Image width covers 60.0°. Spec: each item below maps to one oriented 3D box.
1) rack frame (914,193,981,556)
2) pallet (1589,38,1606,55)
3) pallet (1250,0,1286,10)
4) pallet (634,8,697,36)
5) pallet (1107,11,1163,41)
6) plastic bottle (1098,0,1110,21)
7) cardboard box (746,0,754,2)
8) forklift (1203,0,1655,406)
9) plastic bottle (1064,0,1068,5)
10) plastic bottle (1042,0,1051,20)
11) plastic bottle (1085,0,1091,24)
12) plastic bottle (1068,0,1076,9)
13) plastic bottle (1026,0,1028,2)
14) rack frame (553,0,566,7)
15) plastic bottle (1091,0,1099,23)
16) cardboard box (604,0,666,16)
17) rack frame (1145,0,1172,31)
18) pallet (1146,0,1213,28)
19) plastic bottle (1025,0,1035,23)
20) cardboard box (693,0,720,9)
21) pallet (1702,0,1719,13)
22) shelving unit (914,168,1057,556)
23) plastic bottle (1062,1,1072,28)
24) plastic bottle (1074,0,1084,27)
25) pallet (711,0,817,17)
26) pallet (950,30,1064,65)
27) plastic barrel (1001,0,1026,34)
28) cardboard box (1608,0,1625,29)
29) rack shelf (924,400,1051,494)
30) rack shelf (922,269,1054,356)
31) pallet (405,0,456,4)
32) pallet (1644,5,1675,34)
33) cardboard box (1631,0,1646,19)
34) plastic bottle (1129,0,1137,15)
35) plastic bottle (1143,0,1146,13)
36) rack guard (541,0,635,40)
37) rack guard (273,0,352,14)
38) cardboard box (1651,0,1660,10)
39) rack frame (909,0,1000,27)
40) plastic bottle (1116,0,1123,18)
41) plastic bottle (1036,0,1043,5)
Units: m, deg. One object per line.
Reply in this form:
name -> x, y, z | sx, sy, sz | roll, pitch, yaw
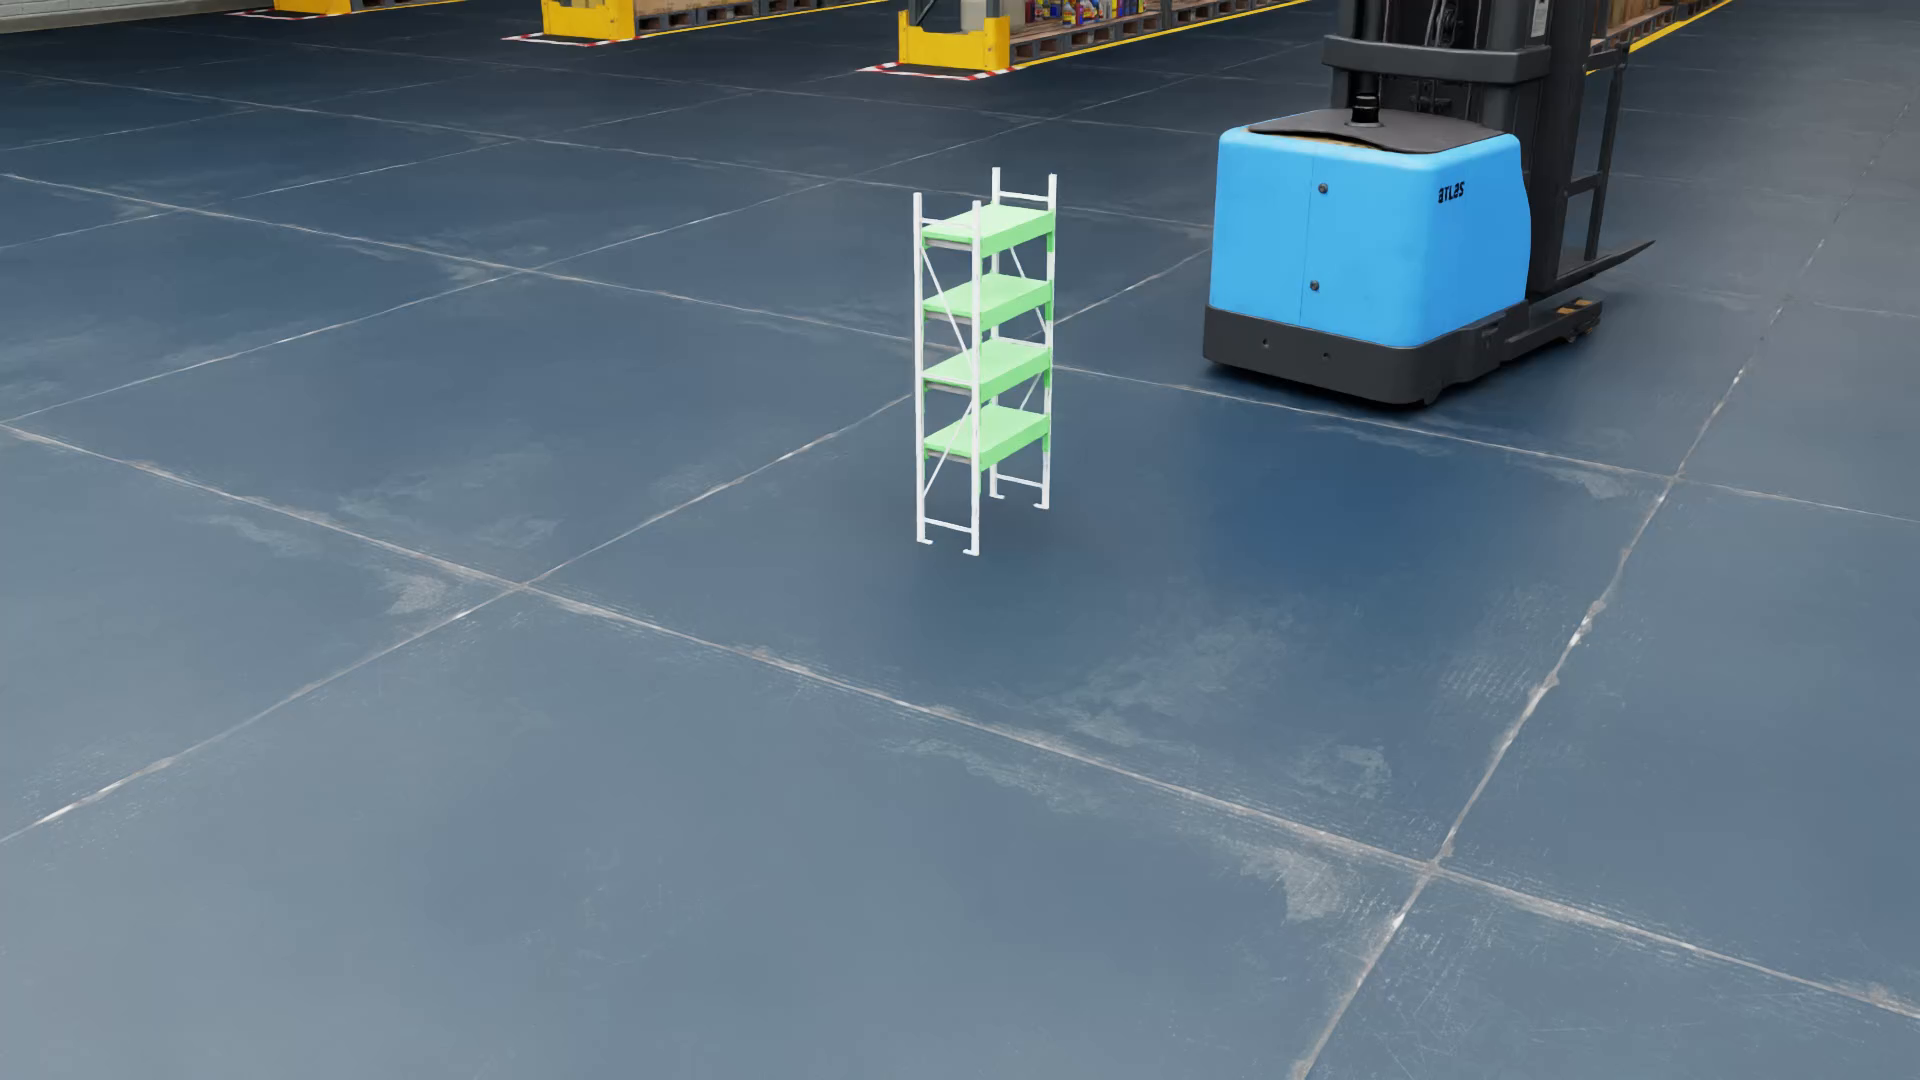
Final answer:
rack frame -> -0.041, -0.524, 5.450 | 0.240, 1.200, 0.015 | 14, 27, 29
pallet -> 5.930, -4.975, 16.976 | 1.003, 0.211, 1.213 | 14, 27, 29
pallet -> 3.714, -7.343, 22.447 | 1.003, 0.211, 1.213 | 14, 27, 29
pallet -> -3.902, -6.203, 19.813 | 1.003, 0.211, 1.213 | 14, 27, 29
pallet -> 1.656, -6.029, 19.411 | 1.003, 0.211, 1.213 | 14, 27, 29
plastic bottle -> 1.590, -5.973, 18.646 | 0.152, 0.276, 0.135 | 14, 27, 30
cardboard box -> -2.743, -6.956, 20.974 | 0.500, 0.250, 0.500 | 14, 27, 29
forklift -> 2.460, -2.406, 7.618 | 1.130, 2.935, 3.031 | 20, 30, 38
plastic bottle -> 1.168, -6.264, 19.223 | 0.144, 0.351, 0.185 | 13, 26, 27
plastic bottle -> 0.971, -5.978, 18.752 | 0.097, 0.201, 0.097 | 0, 23, 0
plastic bottle -> 1.391, -5.822, 18.304 | 0.097, 0.271, 0.097 | 0, 23, 0
plastic bottle -> 1.294, -6.217, 19.215 | 0.097, 0.271, 0.097 | 0, 23, 0
plastic bottle -> 0.689, -5.919, 18.523 | 0.152, 0.276, 0.135 | 14, 27, 29
rack frame -> -4.270, -7.216, 18.642 | 1.000, 3.000, 0.127 | 14, 27, 29
plastic bottle -> 1.498, -5.891, 18.462 | 0.097, 0.271, 0.097 | 0, 23, 0
cardboard box -> -3.798, -6.281, 19.416 | 0.500, 0.250, 0.500 | 14, 27, 29
rack frame -> 2.046, -7.526, 19.360 | 1.000, 3.000, 0.127 | 14, 27, 29
pallet -> 2.427, -6.520, 20.545 | 1.003, 0.211, 1.213 | 14, 27, 29
plastic bottle -> 0.779, -5.901, 18.470 | 0.061, 0.283, 0.133 | 14, 27, 29
cardboard box -> -3.274, -6.619, 20.197 | 0.500, 0.250, 0.500 | 14, 27, 29
pallet -> 9.488, -7.219, 22.161 | 1.003, 0.211, 1.213 | 14, 27, 29
shelving unit -> 0.087, -0.606, 5.641 | 0.258, 1.200, 0.503 | 14, 27, 29
plastic bottle -> 1.157, -5.673, 17.959 | 0.097, 0.271, 0.097 | 0, 23, 0
plastic bottle -> 1.292, -5.751, 18.124 | 0.061, 0.283, 0.133 | 14, 27, 30
pallet -> -2.615, -7.026, 21.715 | 1.003, 0.211, 1.213 | 14, 27, 29
pallet -> 0.369, -5.205, 17.508 | 1.003, 0.211, 1.213 | 14, 27, 29
plastic barrel -> 0.483, -5.635, 17.593 | 0.421, 0.512, 0.421 | 0, 23, 0
cardboard box -> 6.864, -5.903, 18.203 | 0.700, 0.500, 0.500 | 14, 27, 29
rack shelf -> 0.087, -0.328, 5.761 | 0.258, 0.148, 0.480 | 14, 27, 29
rack shelf -> 0.087, -0.768, 5.571 | 0.258, 0.148, 0.480 | 14, 27, 29
pallet -> -7.338, -7.675, 23.214 | 1.003, 0.211, 1.213 | 14, 27, 29
pallet -> 7.950, -6.295, 20.027 | 1.003, 0.211, 1.213 | 14, 27, 29
cardboard box -> 7.452, -6.280, 19.074 | 0.700, 0.500, 0.500 | 16, 28, 33
plastic bottle -> 1.951, -6.235, 19.157 | 0.144, 0.351, 0.185 | 13, 27, 28
plastic bottle -> 2.119, -6.256, 19.395 | 0.097, 0.201, 0.097 | 0, 23, 0
rack guard -> -4.283, -6.060, 19.120 | 1.175, 0.500, 0.348 | 14, 27, 29
rack guard -> -8.441, -7.131, 21.593 | 1.175, 0.500, 0.348 | 14, 27, 29
cardboard box -> 8.027, -6.663, 19.958 | 0.700, 0.500, 0.500 | 12, 26, 26
rack frame -> -0.064, -6.176, 16.242 | 1.000, 3.000, 0.127 | 14, 27, 29
plastic bottle -> 1.799, -6.076, 18.874 | 0.061, 0.283, 0.133 | 16, 28, 32
plastic bottle -> 0.846, -6.057, 18.747 | 0.144, 0.351, 0.185 | 15, 28, 31
